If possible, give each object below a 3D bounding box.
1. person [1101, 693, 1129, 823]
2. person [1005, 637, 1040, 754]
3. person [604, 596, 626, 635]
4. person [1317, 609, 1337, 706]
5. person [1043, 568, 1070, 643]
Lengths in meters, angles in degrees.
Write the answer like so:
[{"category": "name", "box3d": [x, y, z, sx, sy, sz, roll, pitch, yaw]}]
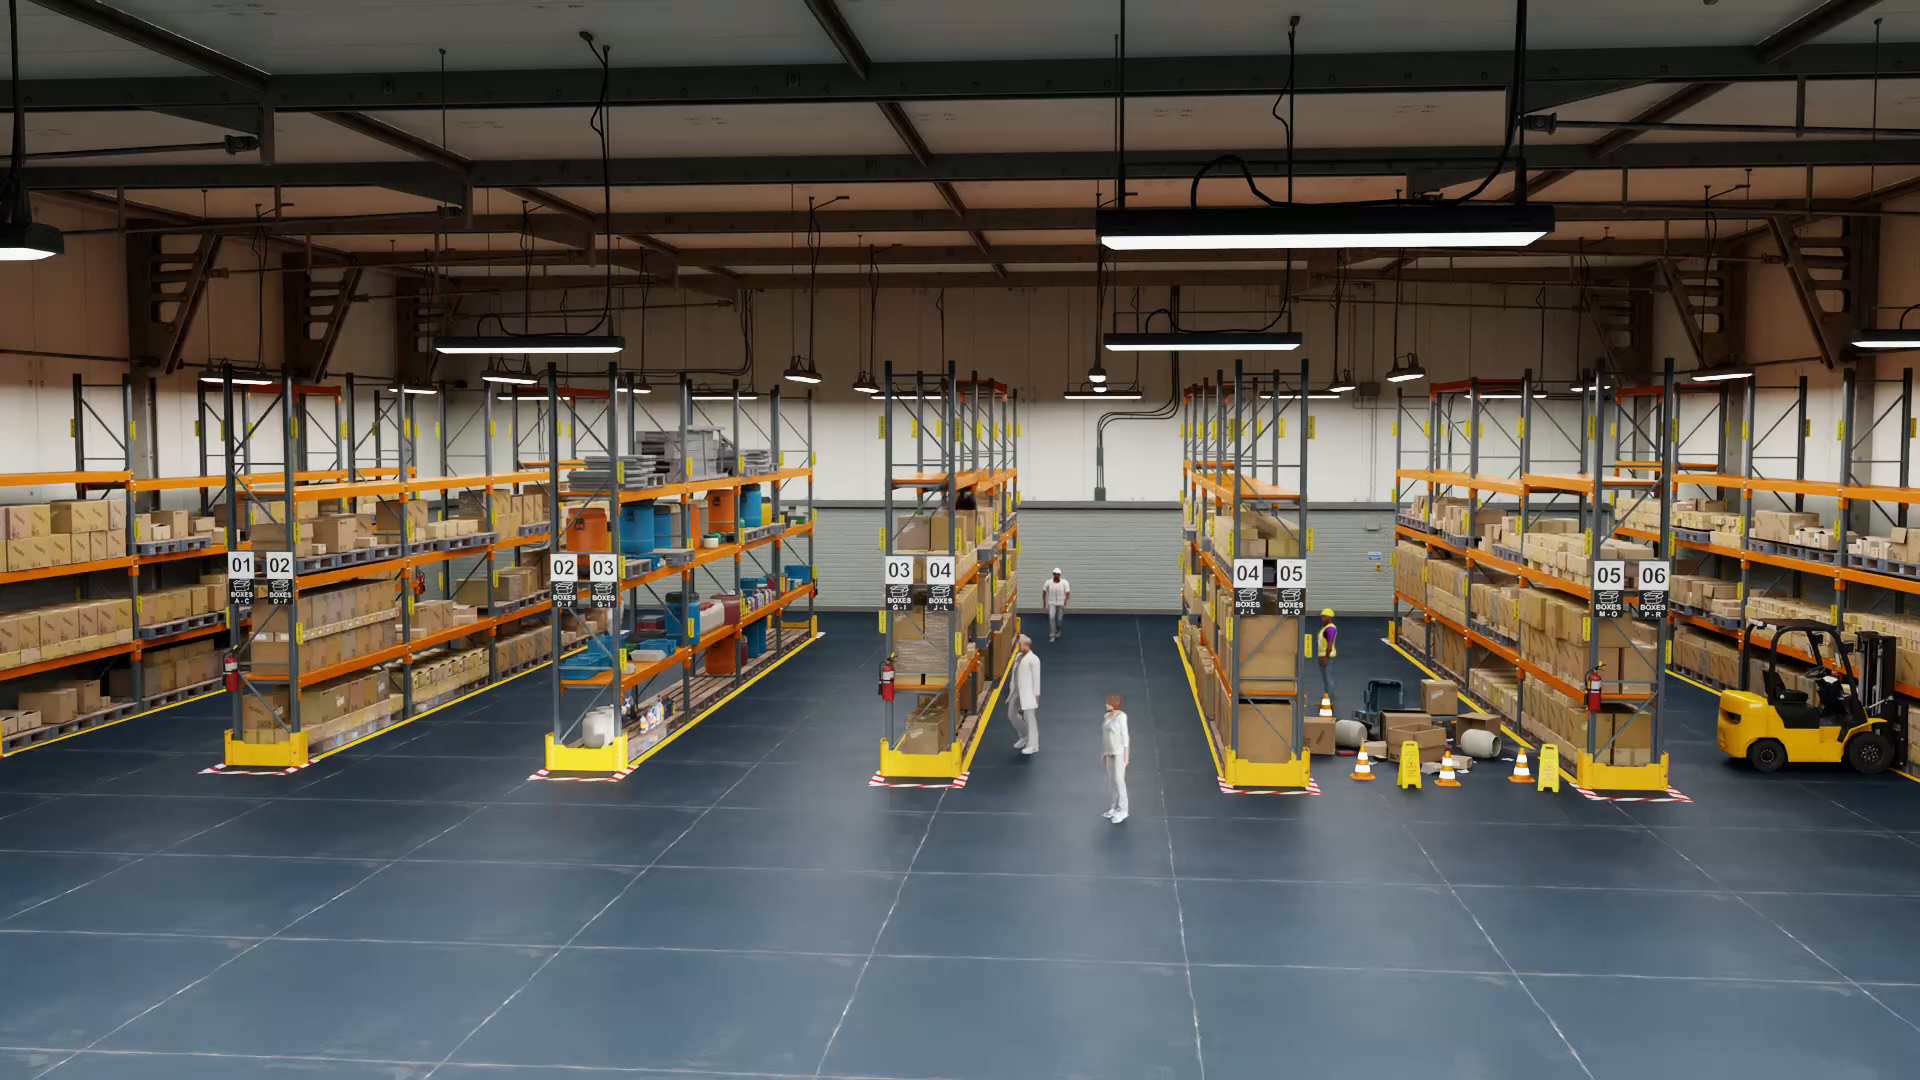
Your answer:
[{"category": "person", "box3d": [1.994, 2.797, 21.486, 0.363, 1.624, 0.488, -2, 4, -29]}, {"category": "person", "box3d": [1.004, 2.391, 25.883, 0.473, 1.783, 0.630, -3, 5, -34]}, {"category": "person", "box3d": [-7.567, 1.771, 36.641, 0.562, 1.672, 0.524, 1, 4, 18]}, {"category": "person", "box3d": [6.664, 2.129, 30.225, 0.375, 1.764, 0.638, 1, 4, 19]}, {"category": "person", "box3d": [2.296, 1.545, 39.719, 0.643, 1.768, 0.946, 0, 4, 4]}]
